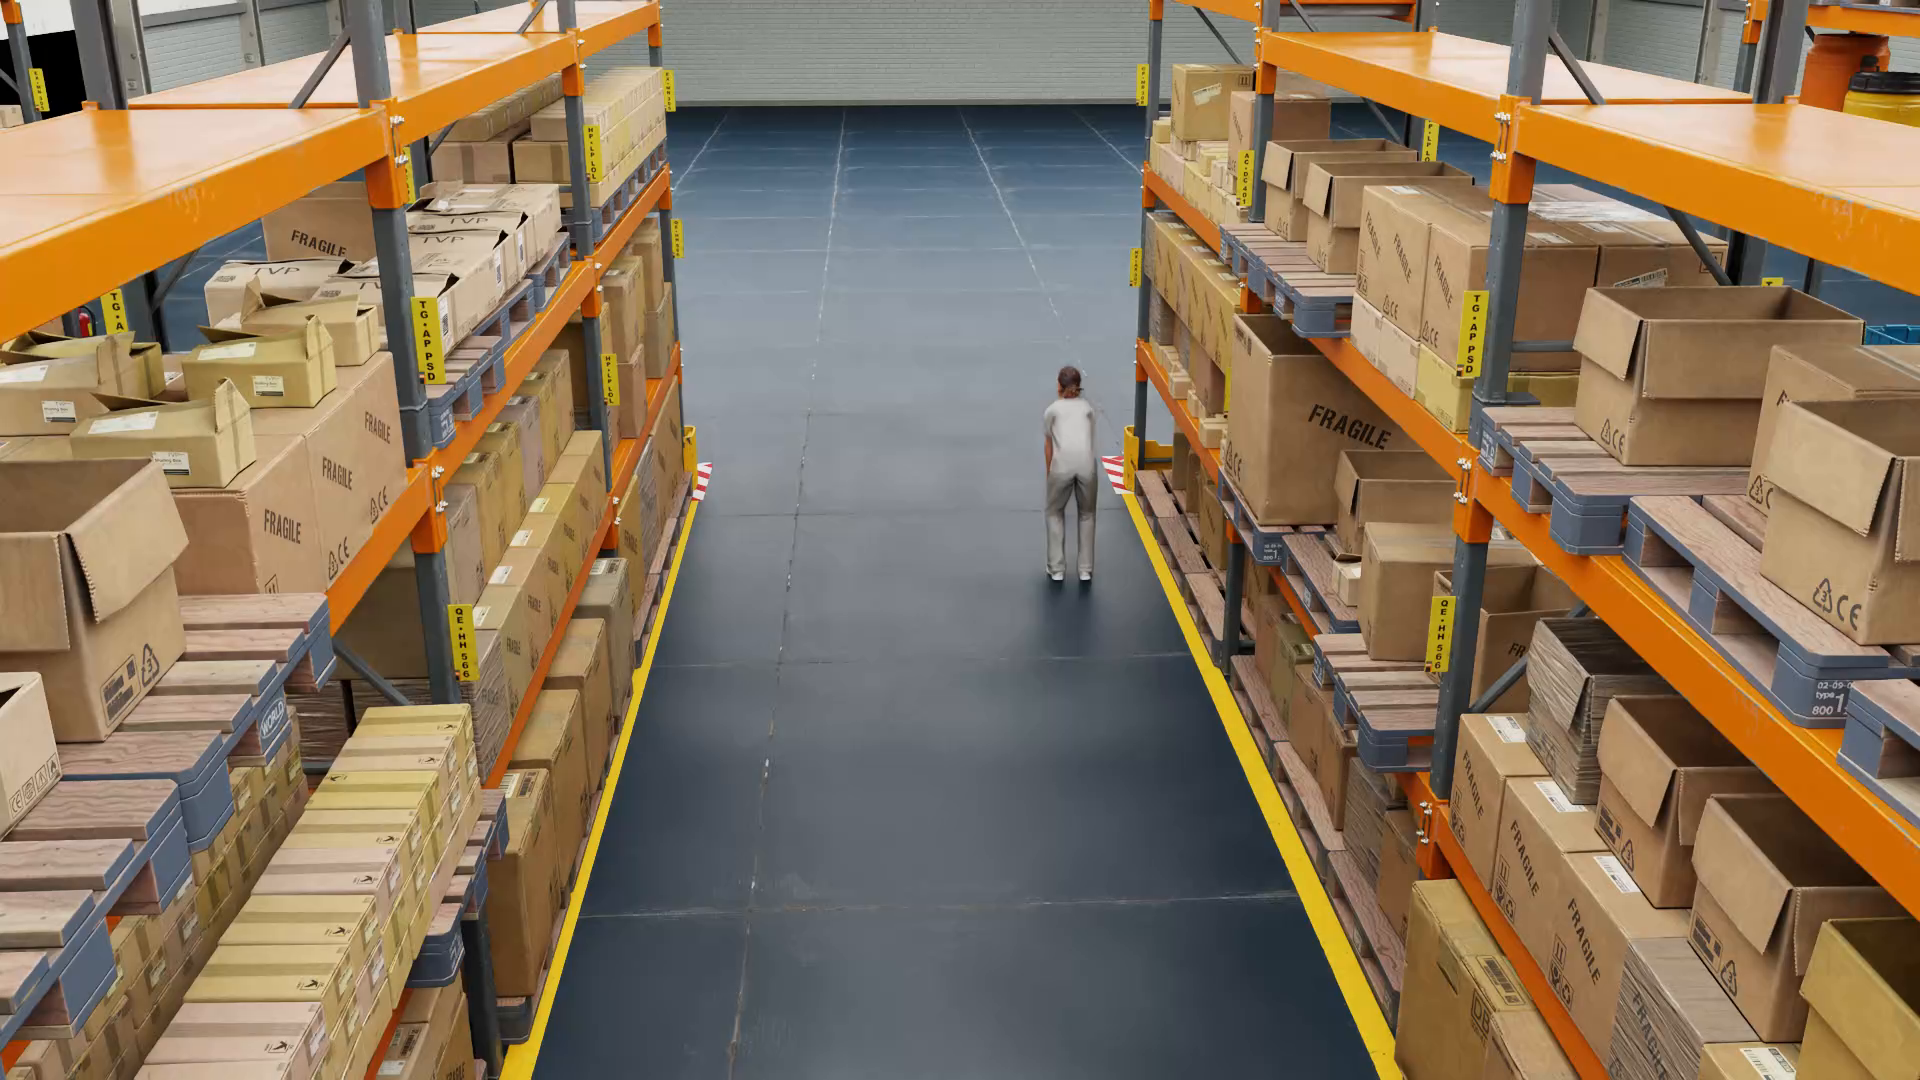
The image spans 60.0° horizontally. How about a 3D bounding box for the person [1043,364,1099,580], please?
[{"bbox_3d":[0.829,-0.495,12.563,0.403,1.572,0.545,-1,21,-4],"label":"person"}]
